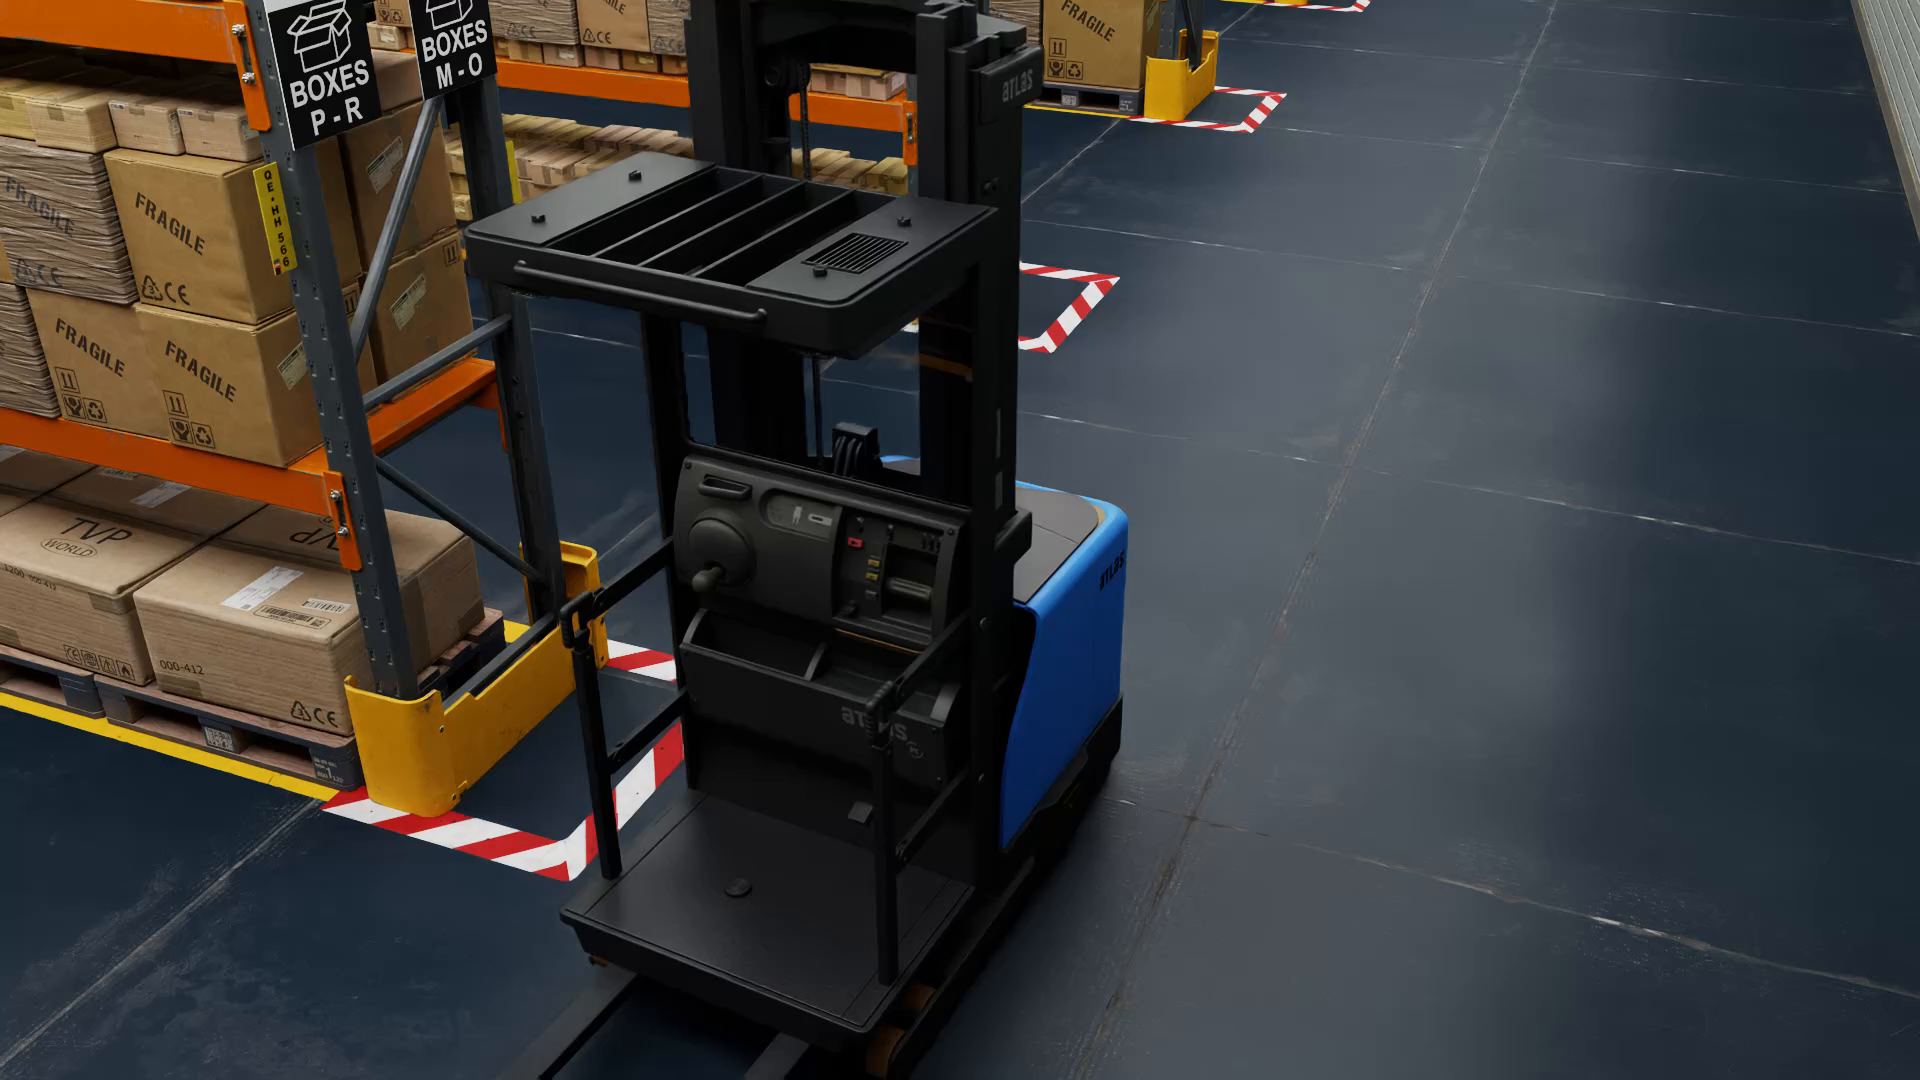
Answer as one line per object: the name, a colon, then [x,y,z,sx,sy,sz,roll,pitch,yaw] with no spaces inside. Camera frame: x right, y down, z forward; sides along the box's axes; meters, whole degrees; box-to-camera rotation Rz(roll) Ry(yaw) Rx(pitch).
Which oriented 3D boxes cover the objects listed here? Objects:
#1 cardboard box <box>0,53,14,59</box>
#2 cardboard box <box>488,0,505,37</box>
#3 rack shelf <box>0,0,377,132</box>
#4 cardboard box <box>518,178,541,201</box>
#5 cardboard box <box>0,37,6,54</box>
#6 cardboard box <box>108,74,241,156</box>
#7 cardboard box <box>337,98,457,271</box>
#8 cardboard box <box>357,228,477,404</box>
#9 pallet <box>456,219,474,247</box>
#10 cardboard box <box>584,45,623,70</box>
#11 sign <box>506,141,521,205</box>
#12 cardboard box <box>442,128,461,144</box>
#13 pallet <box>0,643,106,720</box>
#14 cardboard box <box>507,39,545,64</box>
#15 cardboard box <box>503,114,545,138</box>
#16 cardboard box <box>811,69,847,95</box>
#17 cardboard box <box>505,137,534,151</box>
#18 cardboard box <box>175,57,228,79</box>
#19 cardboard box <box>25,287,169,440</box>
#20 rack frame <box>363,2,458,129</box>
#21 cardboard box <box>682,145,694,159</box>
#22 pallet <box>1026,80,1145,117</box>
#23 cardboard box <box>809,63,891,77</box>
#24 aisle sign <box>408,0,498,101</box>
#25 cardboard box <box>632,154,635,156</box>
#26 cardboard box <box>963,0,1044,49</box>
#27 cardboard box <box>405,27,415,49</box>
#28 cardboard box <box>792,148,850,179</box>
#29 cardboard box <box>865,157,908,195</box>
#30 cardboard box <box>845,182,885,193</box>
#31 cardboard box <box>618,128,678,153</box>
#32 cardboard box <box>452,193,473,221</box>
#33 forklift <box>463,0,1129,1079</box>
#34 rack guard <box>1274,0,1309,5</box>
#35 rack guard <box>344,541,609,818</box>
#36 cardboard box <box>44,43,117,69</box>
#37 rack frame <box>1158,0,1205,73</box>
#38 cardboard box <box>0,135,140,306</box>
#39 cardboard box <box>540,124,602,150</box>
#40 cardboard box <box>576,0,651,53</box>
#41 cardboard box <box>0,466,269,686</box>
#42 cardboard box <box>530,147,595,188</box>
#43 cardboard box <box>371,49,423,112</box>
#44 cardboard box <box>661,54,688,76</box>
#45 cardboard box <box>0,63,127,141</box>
cardboard box: [-3.443,-1.546,5.660,0.250,0.149,0.380,12,32,20]
cardboard box: [-2.945,-3.493,10.477,0.500,0.500,0.500,11,31,19]
rack shelf: [-3.685,-1.962,5.855,4.000,0.370,1.077,11,31,19]
cardboard box: [-2.798,-2.387,11.093,0.250,0.149,0.380,10,31,17]
cardboard box: [-3.478,-1.858,6.212,0.250,0.149,0.380,11,31,18]
cardboard box: [-2.484,-1.371,5.351,0.250,0.149,0.380,12,32,20]
cardboard box: [-2.169,-1.296,5.878,0.500,0.500,0.500,11,31,18]
cardboard box: [-2.168,-0.862,6.125,0.500,0.500,0.500,11,31,19]
pallet: [-3.135,-2.293,11.592,1.213,0.211,1.003,11,31,19]
cardboard box: [-2.127,-3.054,10.360,0.250,0.149,0.380,13,32,21]
sign: [-1.617,-1.262,5.975,0.005,0.325,0.100,11,31,19]
cardboard box: [-3.529,-2.657,11.269,0.250,0.149,0.380,13,32,21]
pallet: [-3.729,0.276,7.047,1.213,0.211,1.003,11,31,19]
cardboard box: [-2.638,-3.135,10.503,0.250,0.149,0.380,12,32,20]
cardboard box: [-3.091,-2.839,11.590,0.250,0.149,0.380,12,32,20]
cardboard box: [-0.689,-2.760,9.840,0.250,0.149,0.380,11,31,19]
cardboard box: [-3.044,-2.555,11.088,0.250,0.149,0.380,11,31,18]
cardboard box: [-2.524,-1.668,5.877,0.250,0.149,0.380,12,32,21]
cardboard box: [-2.838,-0.711,5.857,0.500,0.500,0.500,11,31,18]
rack frame: [-3.771,-3.615,11.097,0.127,3.000,1.000,11,31,19]
cardboard box: [-1.649,-2.562,11.100,0.250,0.149,0.380,12,32,20]
pallet: [1.124,-4.016,14.640,1.213,0.211,1.003,11,31,19]
cardboard box: [-0.577,-3.013,9.629,0.500,0.500,0.500,12,32,20]
aisle sign: [-1.656,-1.850,5.332,0.004,0.787,0.394,11,31,19]
cardboard box: [-2.091,-2.356,10.737,0.250,0.149,0.380,11,31,19]
cardboard box: [0.428,-4.626,14.618,0.875,0.875,0.875,11,31,19]
cardboard box: [-3.364,-3.290,10.777,0.250,0.149,0.380,12,32,21]
cardboard box: [-0.908,-2.428,10.864,0.250,0.149,0.380,11,31,19]
cardboard box: [-0.422,-2.327,10.685,0.250,0.149,0.380,10,31,17]
cardboard box: [-0.650,-2.058,10.208,0.250,0.149,0.380,12,32,20]
cardboard box: [-2.107,-2.660,11.274,0.250,0.149,0.380,10,31,17]
cardboard box: [-3.308,-2.293,11.229,0.250,0.149,0.380,12,32,21]
forklift: [-0.523,0.074,4.641,1.130,2.935,3.031,14,32,24]
rack guard: [3.784,-6.289,18.369,0.348,0.500,1.175,11,31,19]
rack guard: [-1.809,0.494,6.369,0.348,0.500,1.175,11,31,19]
cardboard box: [-3.038,-1.733,5.991,0.250,0.149,0.380,12,31,20]
rack frame: [1.894,-5.118,13.756,0.127,3.000,1.000,11,31,19]
cardboard box: [-2.863,-1.142,5.604,0.500,0.500,0.500,11,31,19]
cardboard box: [-2.647,-2.713,11.367,0.250,0.149,0.380,12,32,21]
cardboard box: [-1.984,-3.298,10.132,0.500,0.500,0.500,13,32,22]
cardboard box: [-3.332,0.092,6.717,0.875,0.438,0.875,12,32,20]
cardboard box: [-2.588,-2.433,10.871,0.250,0.149,0.380,12,32,20]
cardboard box: [-2.057,-1.552,5.671,0.250,0.149,0.380,12,32,20]
cardboard box: [-1.633,-2.975,10.221,0.250,0.149,0.380,10,31,17]
cardboard box: [-2.973,-1.446,5.483,0.250,0.149,0.380,12,32,20]
